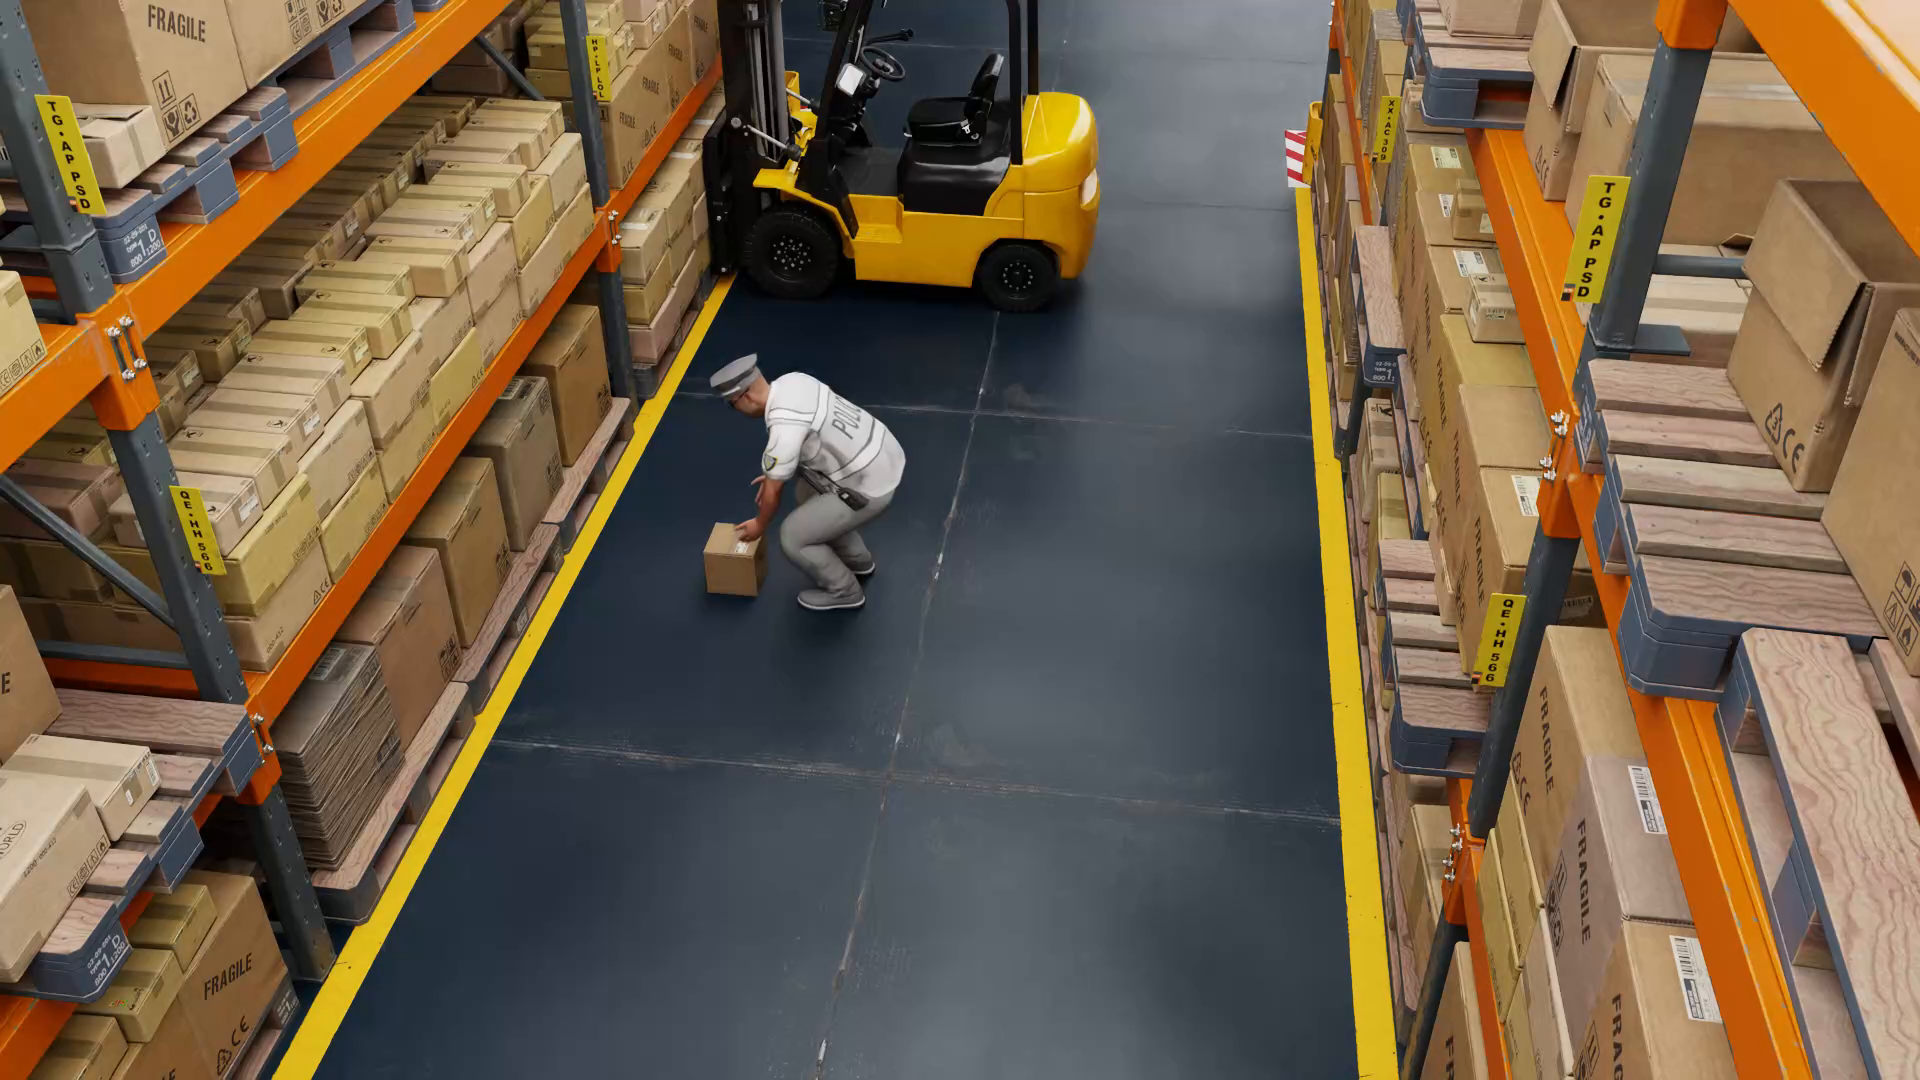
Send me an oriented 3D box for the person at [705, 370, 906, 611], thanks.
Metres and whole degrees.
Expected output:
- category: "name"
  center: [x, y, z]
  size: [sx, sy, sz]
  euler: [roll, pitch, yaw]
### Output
- category: "person"
  center: [-0.713, -0.237, 7.838]
  size: [0.900, 1.198, 0.579]
  euler: [4, 36, 6]
